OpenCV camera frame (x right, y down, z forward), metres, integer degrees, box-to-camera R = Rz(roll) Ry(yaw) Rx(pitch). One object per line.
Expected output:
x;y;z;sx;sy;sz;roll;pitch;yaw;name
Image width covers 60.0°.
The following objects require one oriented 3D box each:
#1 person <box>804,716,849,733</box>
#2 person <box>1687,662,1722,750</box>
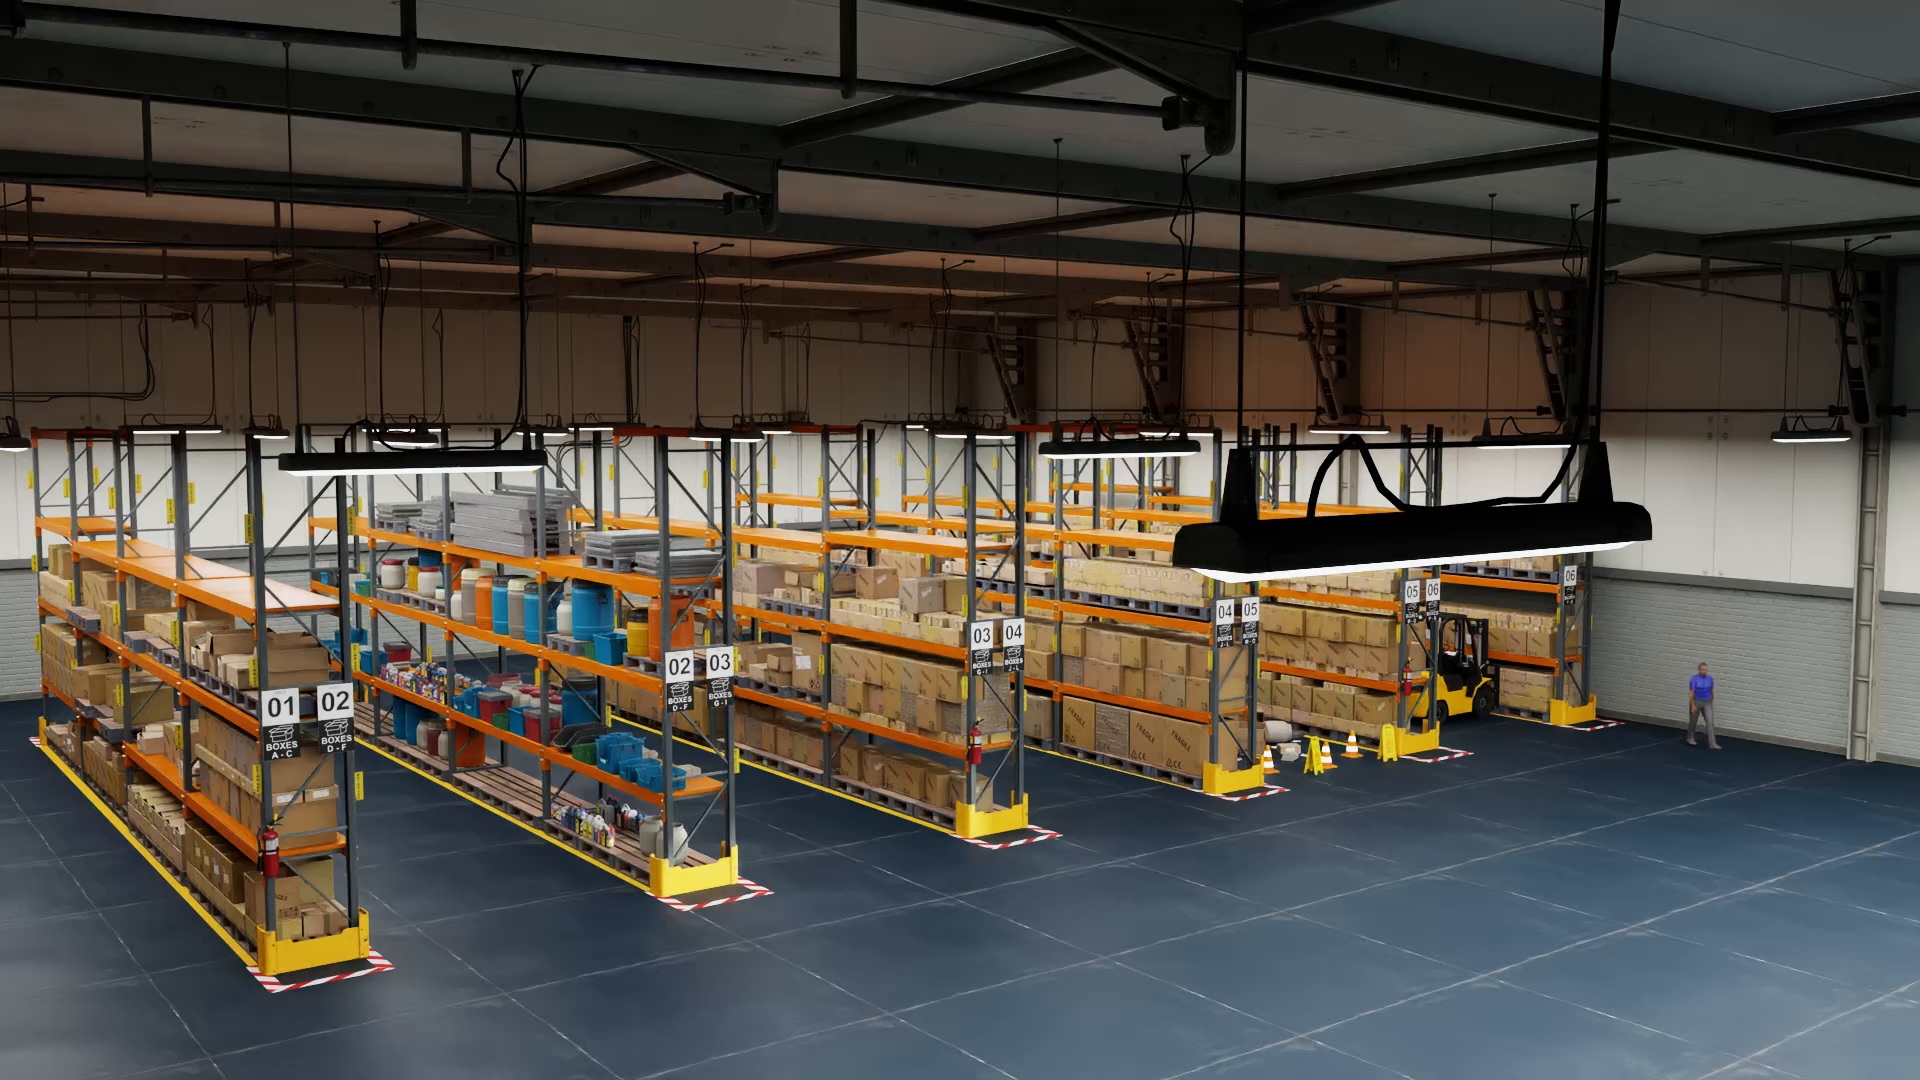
-2.615;2.938;32.332;1.117;1.684;0.514;3;6;37;person
13.840;3.081;30.983;0.474;1.601;1.019;1;5;9;person
